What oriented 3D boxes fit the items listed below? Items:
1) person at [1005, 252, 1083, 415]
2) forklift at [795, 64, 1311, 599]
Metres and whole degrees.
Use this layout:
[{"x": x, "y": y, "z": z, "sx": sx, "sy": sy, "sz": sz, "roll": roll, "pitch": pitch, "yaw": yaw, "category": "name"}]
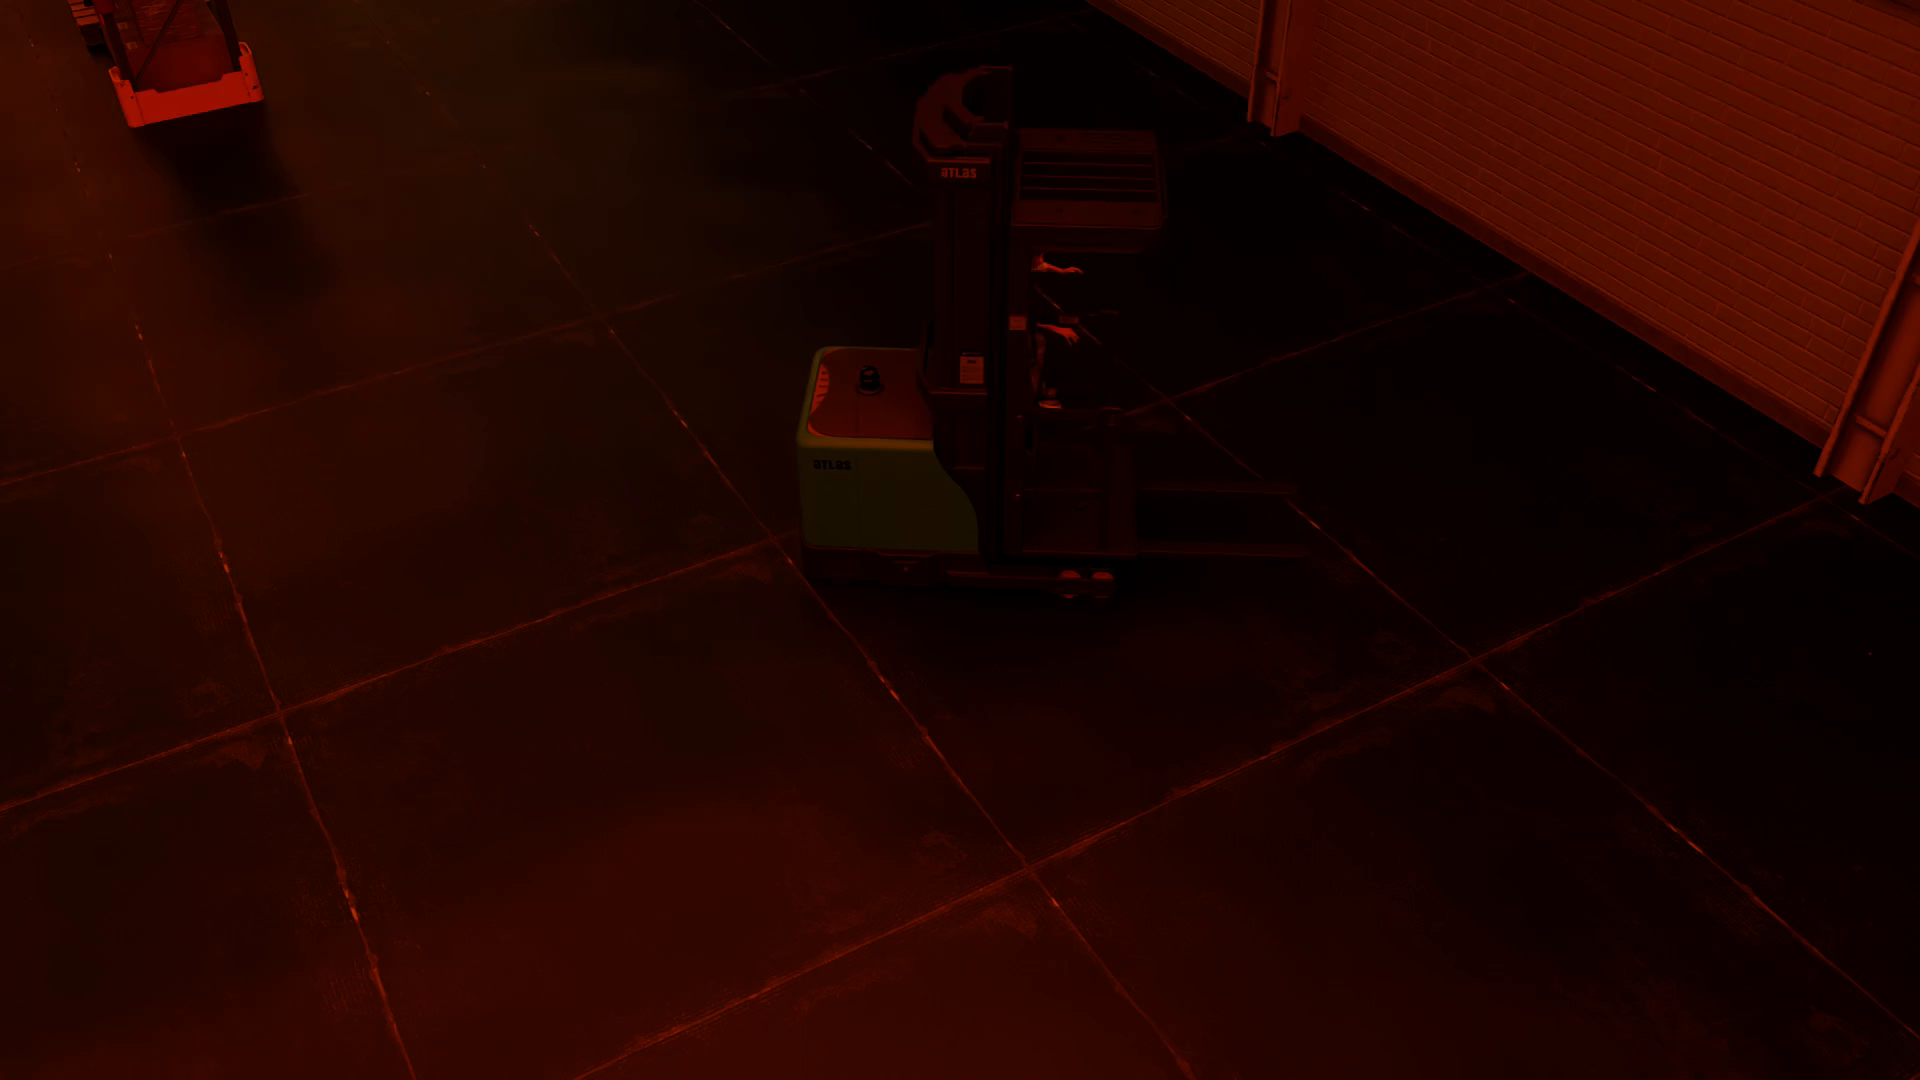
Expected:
[{"x": 0.517, "y": -1.304, "z": 10.899, "sx": 0.871, "sy": 1.262, "sz": 0.845, "roll": -24, "pitch": 45, "yaw": -26, "category": "person"}, {"x": 0.588, "y": -1.127, "z": 9.395, "sx": 3.031, "sy": 2.935, "sz": 1.130, "roll": 2, "pitch": 40, "yaw": 2, "category": "forklift"}]
